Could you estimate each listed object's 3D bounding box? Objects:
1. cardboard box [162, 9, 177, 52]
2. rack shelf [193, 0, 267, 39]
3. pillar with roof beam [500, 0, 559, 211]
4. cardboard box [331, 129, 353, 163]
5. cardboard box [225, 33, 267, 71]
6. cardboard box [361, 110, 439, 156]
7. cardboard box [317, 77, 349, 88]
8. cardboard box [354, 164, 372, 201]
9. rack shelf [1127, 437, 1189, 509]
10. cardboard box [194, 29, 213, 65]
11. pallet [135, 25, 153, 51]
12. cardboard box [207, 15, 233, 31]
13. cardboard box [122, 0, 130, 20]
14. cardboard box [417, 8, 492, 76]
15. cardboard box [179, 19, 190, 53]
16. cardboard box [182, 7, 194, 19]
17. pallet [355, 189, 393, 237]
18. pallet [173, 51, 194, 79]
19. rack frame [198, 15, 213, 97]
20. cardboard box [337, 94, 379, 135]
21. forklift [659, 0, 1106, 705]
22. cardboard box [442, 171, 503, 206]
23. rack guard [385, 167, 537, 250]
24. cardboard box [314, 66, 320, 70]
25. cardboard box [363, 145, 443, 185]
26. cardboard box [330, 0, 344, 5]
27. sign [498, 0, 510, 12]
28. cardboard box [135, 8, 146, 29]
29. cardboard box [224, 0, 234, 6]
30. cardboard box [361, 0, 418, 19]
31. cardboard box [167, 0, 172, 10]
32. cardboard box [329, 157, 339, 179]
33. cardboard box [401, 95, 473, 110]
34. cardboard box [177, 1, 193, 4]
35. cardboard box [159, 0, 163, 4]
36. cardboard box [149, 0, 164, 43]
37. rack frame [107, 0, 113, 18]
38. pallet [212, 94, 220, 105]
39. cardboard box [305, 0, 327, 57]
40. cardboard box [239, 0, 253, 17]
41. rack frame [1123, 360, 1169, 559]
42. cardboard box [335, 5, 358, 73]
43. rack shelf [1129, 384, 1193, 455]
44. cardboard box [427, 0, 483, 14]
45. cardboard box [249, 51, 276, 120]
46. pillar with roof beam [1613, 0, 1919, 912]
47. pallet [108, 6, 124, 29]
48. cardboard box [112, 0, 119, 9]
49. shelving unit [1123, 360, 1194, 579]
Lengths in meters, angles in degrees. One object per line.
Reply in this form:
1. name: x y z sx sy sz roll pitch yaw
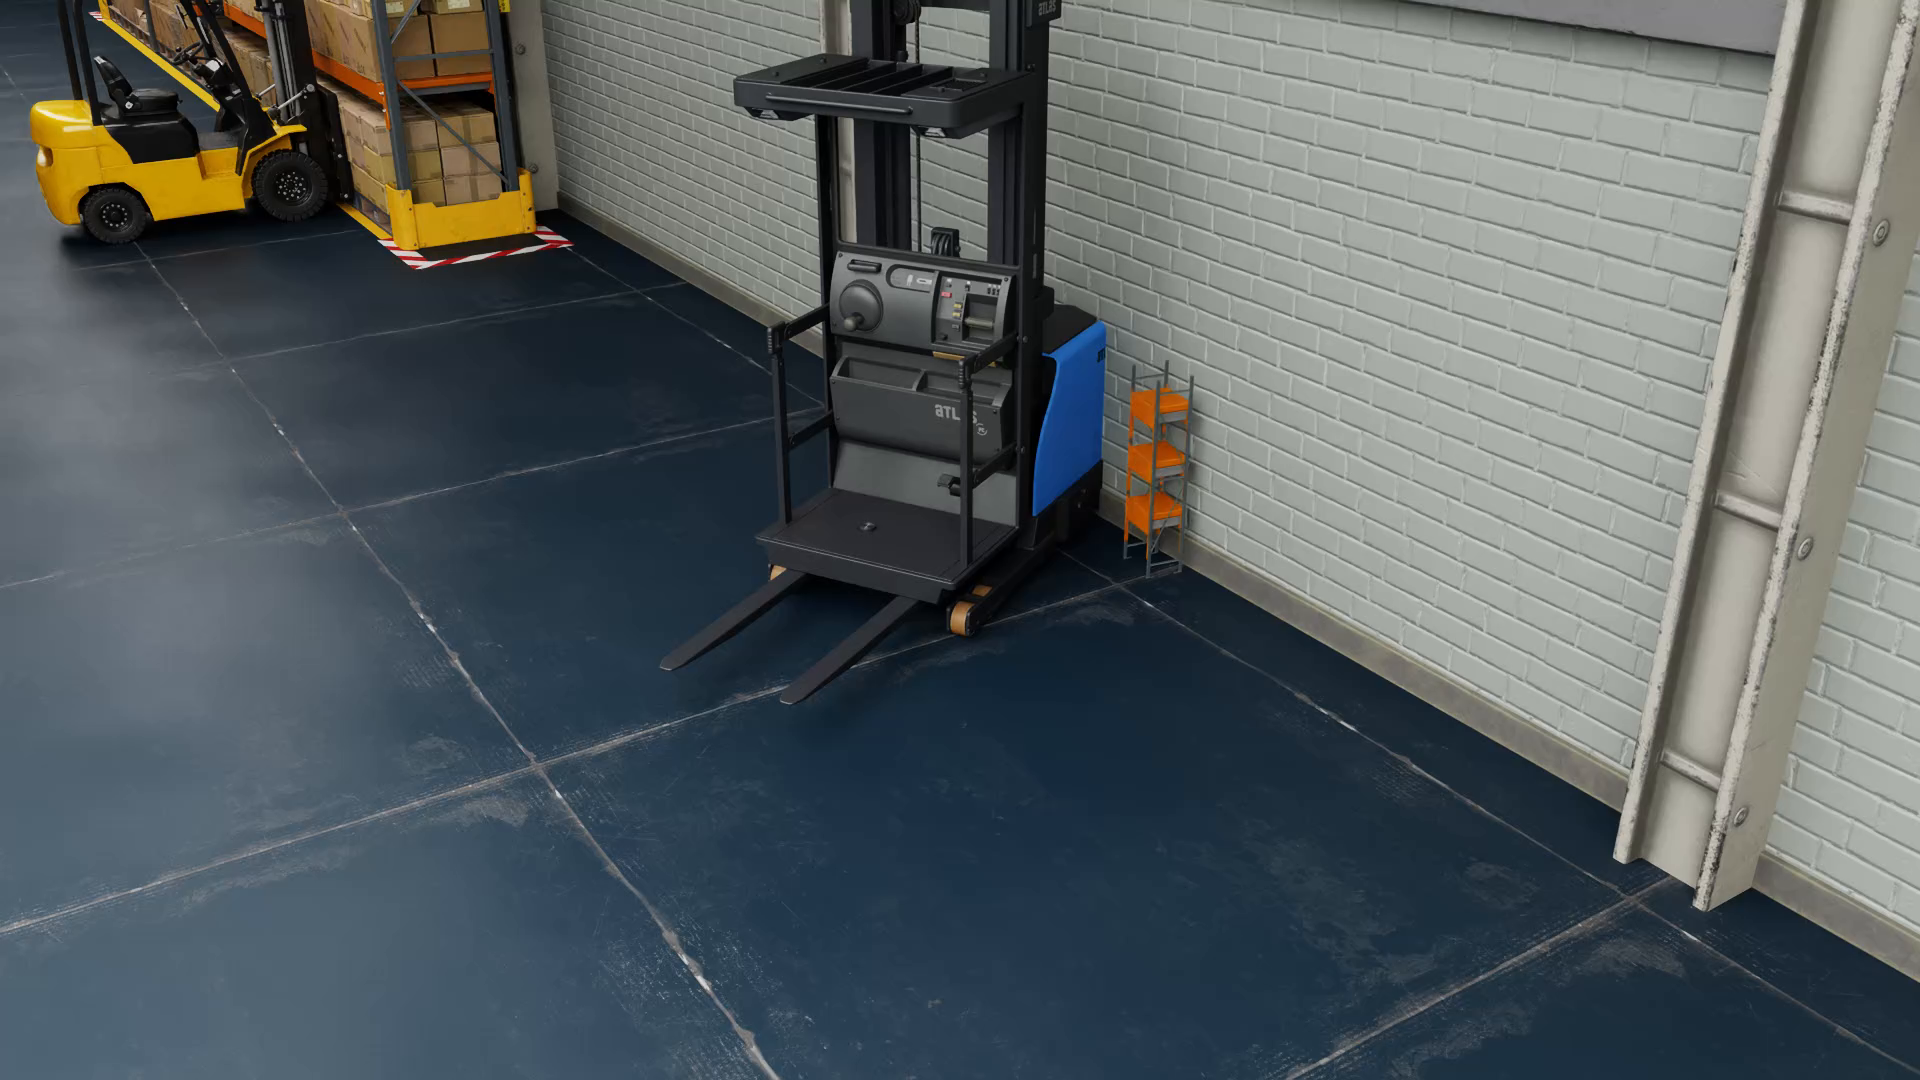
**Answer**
1. cardboard box: -10.153 -6.726 21.920 0.500 0.500 0.500 -17 30 -31
2. rack shelf: -7.521 -5.788 18.340 1.077 0.370 4.000 -16 29 -30
3. pillar with roof beam: -7.477 -6.136 11.207 9.100 9.000 0.400 -16 29 -30
4. cardboard box: -5.337 -3.603 15.011 0.500 0.250 0.500 -16 30 -31
5. cardboard box: -7.920 -5.487 19.148 0.875 0.625 0.625 -14 29 -28
6. cardboard box: -4.758 -3.458 14.119 0.500 0.250 0.500 -14 29 -28
7. cardboard box: -5.876 -4.190 15.670 0.500 0.250 0.500 -14 29 -28
8. cardboard box: -5.030 -3.188 14.719 0.500 0.250 0.500 -16 29 -30
9. rack shelf: 0.979 -0.335 8.255 0.215 0.259 0.240 -10 27 -21
10. cardboard box: -9.023 -5.989 20.360 0.500 0.500 0.500 -15 29 -28
11. pallet: -11.170 -7.244 23.848 1.003 0.211 1.213 -16 29 -30
12. cardboard box: -9.094 -6.299 20.256 0.380 0.149 0.250 -17 30 -32
13. cardboard box: -12.086 -7.982 24.580 0.500 0.500 0.500 -15 29 -29
14. cardboard box: -4.283 -4.254 14.131 0.500 0.500 0.500 -14 29 -28
15. cardboard box: -9.576 -6.357 21.139 0.500 0.500 0.500 -14 29 -27
16. cardboard box: -9.619 -6.688 21.080 0.380 0.149 0.250 -16 30 -30
17. pallet: -4.698 -2.970 14.794 1.003 0.211 1.213 -16 29 -30
18. pallet: -9.650 -6.279 21.805 1.003 0.211 1.213 -16 29 -30
19. rack frame: -8.612 -6.829 19.702 1.000 3.000 0.127 -16 29 -30
20. cardboard box: -5.325 -3.817 14.880 0.500 0.250 0.500 -15 29 -29
21. forklift: -0.288 -1.090 7.625 1.130 2.935 3.031 13 28 25
22. cardboard box: -4.350 -3.135 14.606 0.500 0.250 0.500 -15 29 -29
23. rack guard: -4.232 -2.828 14.156 1.175 0.500 0.348 -16 29 -30
24. cardboard box: -6.428 -4.551 16.433 0.500 0.250 0.500 -16 30 -30
25. cardboard box: -4.773 -3.241 14.245 0.500 0.250 0.500 -16 30 -30
26. cardboard box: -5.235 -4.732 14.383 0.380 0.149 0.250 -17 30 -31
27. sign: -3.777 -4.522 13.708 0.100 0.325 0.005 -16 29 -30
28. cardboard box: -11.541 -7.471 23.774 0.396 0.266 0.258 -14 29 -28
29. cardboard box: -7.736 -5.996 18.113 0.500 0.250 0.500 -14 29 -28
30. cardboard box: -4.669 -4.365 13.605 0.380 0.149 0.250 -15 29 -29
31. cardboard box: -10.191 -7.059 21.865 0.380 0.149 0.250 -16 29 -30
32. cardboard box: -5.598 -3.550 15.485 0.500 0.250 0.500 -15 29 -28
33. cardboard box: -4.625 -3.760 14.759 0.500 0.250 0.500 -15 29 -29
34. cardboard box: -9.886 -6.880 21.486 0.380 0.149 0.250 -15 29 -29
35. cardboard box: -10.607 -7.341 22.463 0.380 0.149 0.250 -16 30 -31
36. cardboard box: -10.721 -7.093 22.699 0.500 0.500 0.500 -14 29 -27
37. rack frame: -12.980 -9.690 25.763 1.000 3.000 0.127 -16 29 -30
38. pallet: -8.196 -5.264 19.654 1.003 0.211 1.213 -16 29 -30
39. cardboard box: -5.573 -4.676 15.023 0.500 0.500 0.500 -15 29 -29
40. cardboard box: -7.202 -5.628 17.334 0.500 0.250 0.500 -16 29 -30
41. rack frame: 0.932 -0.393 8.352 0.200 1.050 0.008 -10 27 -21
42. cardboard box: -5.009 -4.315 14.260 0.500 0.500 0.500 -15 29 -28
43. rack shelf: 0.979 -0.592 8.134 0.215 0.259 0.240 -10 27 -21
44. cardboard box: -4.213 -4.488 13.865 0.380 0.149 0.250 -16 30 -31
45. cardboard box: -7.140 -4.977 18.070 0.875 0.625 0.625 -16 30 -30
46. pillar with roof beam: -0.926 -1.844 2.115 9.100 9.000 0.400 -16 29 -30
47. pallet: -12.502 -8.117 25.697 1.003 0.211 1.213 -16 29 -30
48. cardboard box: -12.725 -8.510 25.696 0.797 0.503 0.637 -17 30 -32
49. shelving unit: 0.979 -0.345 8.251 0.215 1.050 0.252 -10 27 -21
